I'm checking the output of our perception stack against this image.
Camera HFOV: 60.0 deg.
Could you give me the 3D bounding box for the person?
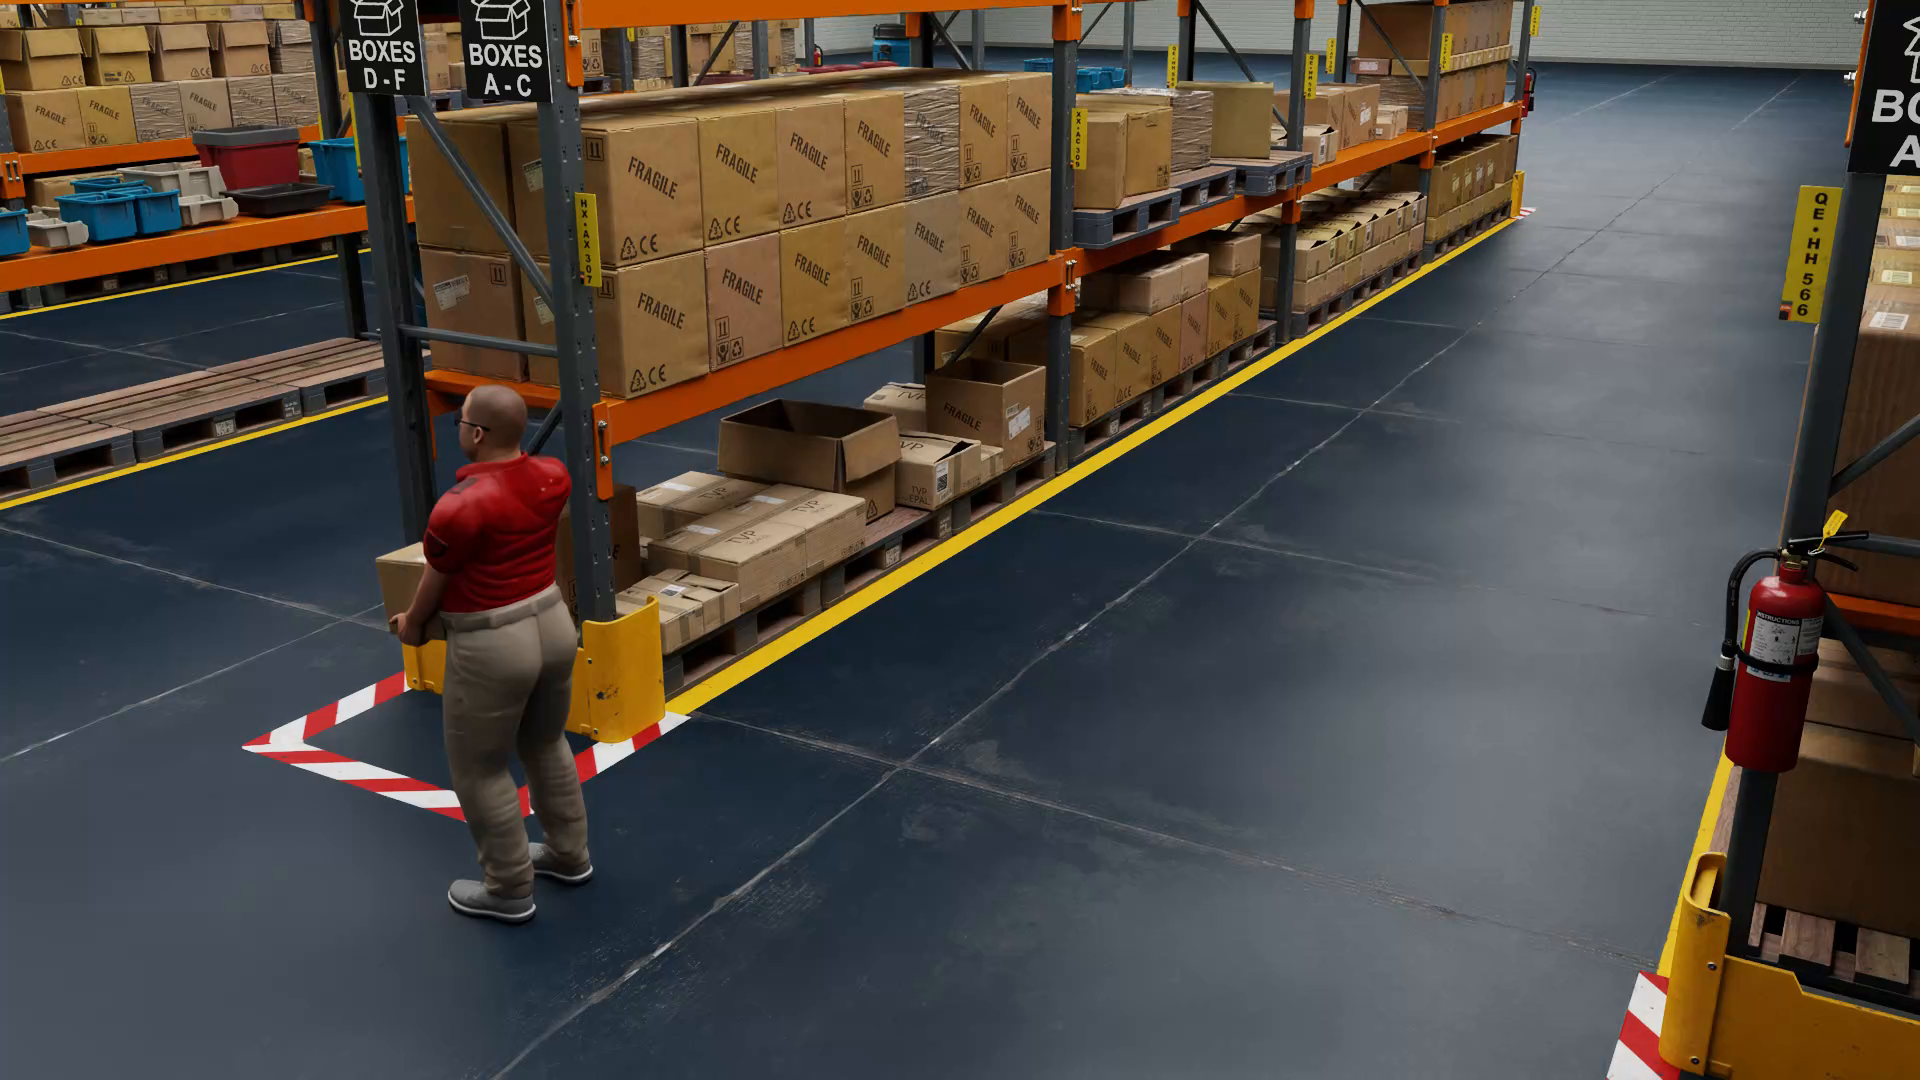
[{"bbox_3d":[-1.486,0.330,5.168,0.538,1.714,0.494,11,22,28],"label":"person"}]
